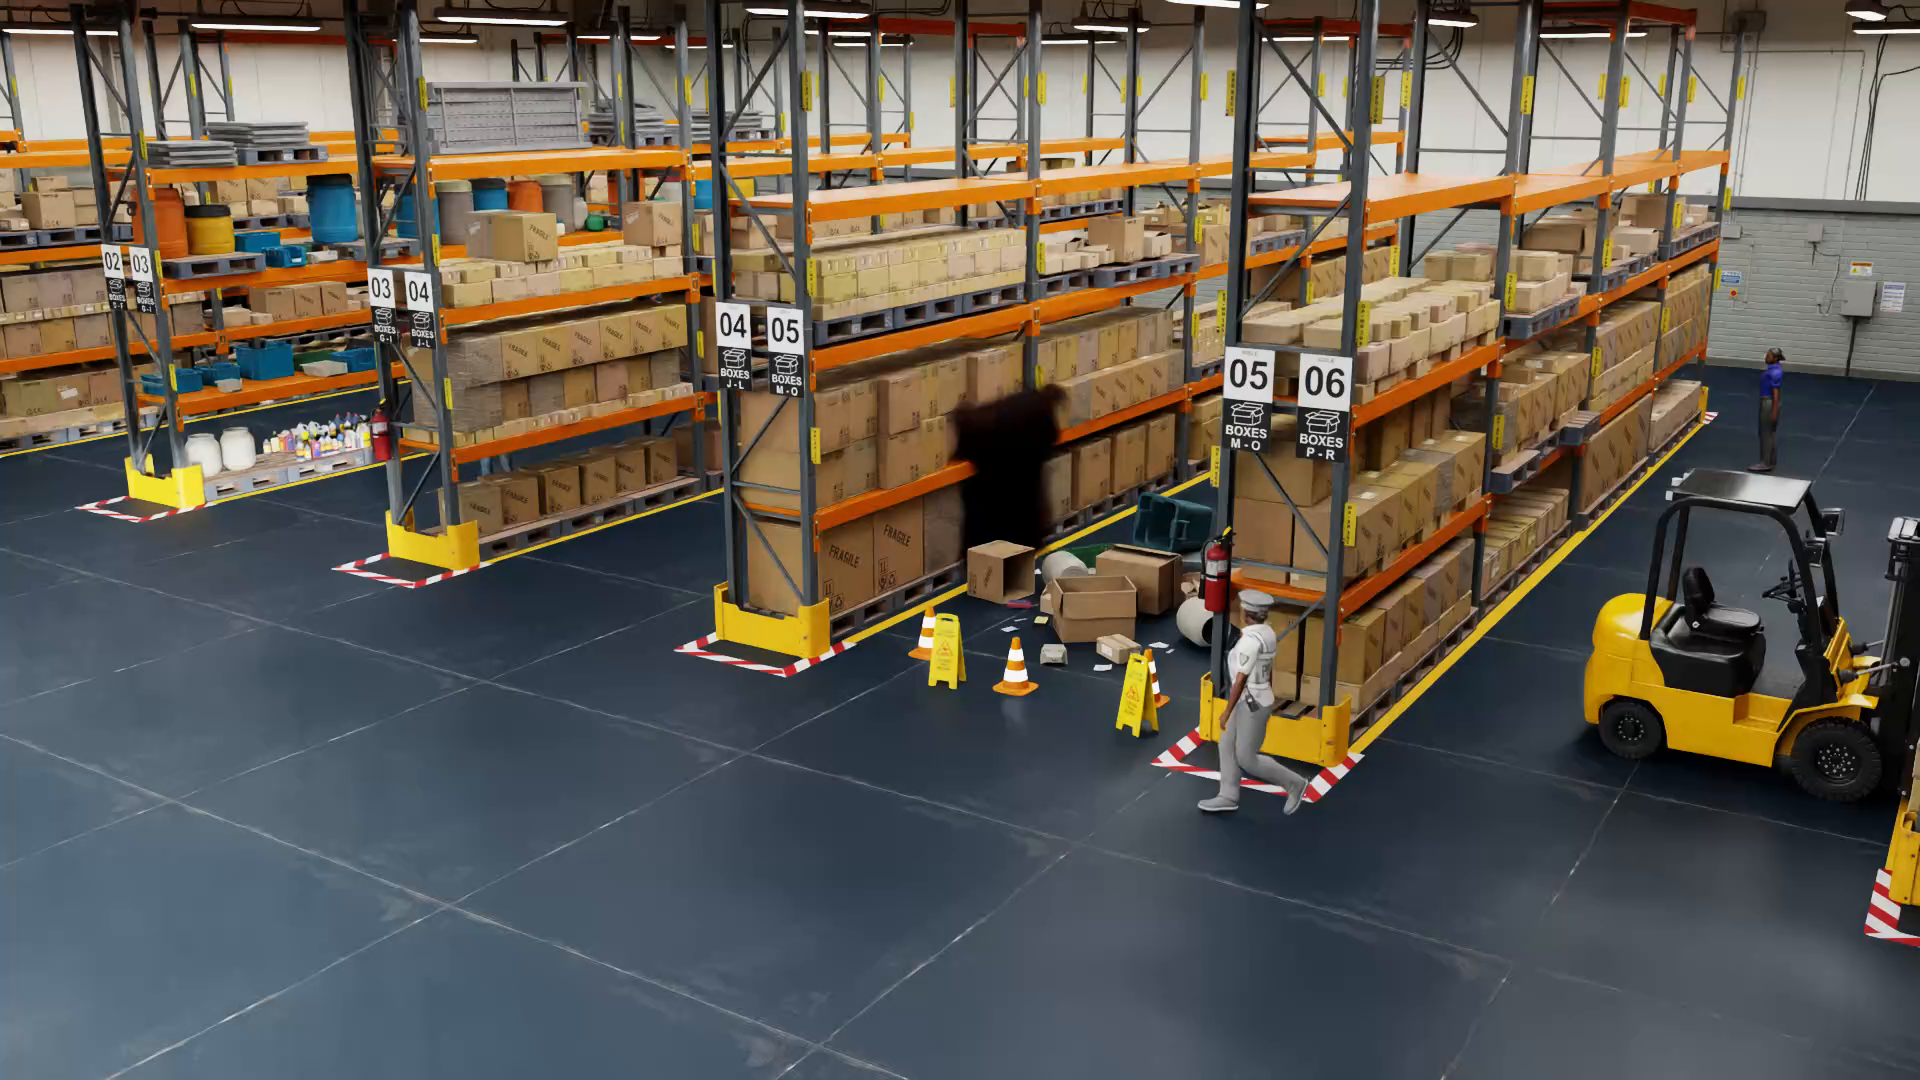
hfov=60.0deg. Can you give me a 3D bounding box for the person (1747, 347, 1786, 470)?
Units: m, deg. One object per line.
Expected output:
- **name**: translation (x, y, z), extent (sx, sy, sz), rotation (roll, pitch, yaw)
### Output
- **person**: translation (10.973, -1.787, 22.546), extent (0.359, 1.665, 0.516), rotation (11, 19, 34)

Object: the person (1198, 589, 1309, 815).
- **person**: translation (2.108, 1.177, 11.881), extent (0.749, 1.643, 0.420), rotation (0, 16, 2)

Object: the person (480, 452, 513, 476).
- **person**: translation (-5.863, -1.335, 20.752), extent (0.625, 1.770, 0.438), rotation (-7, 17, -23)
